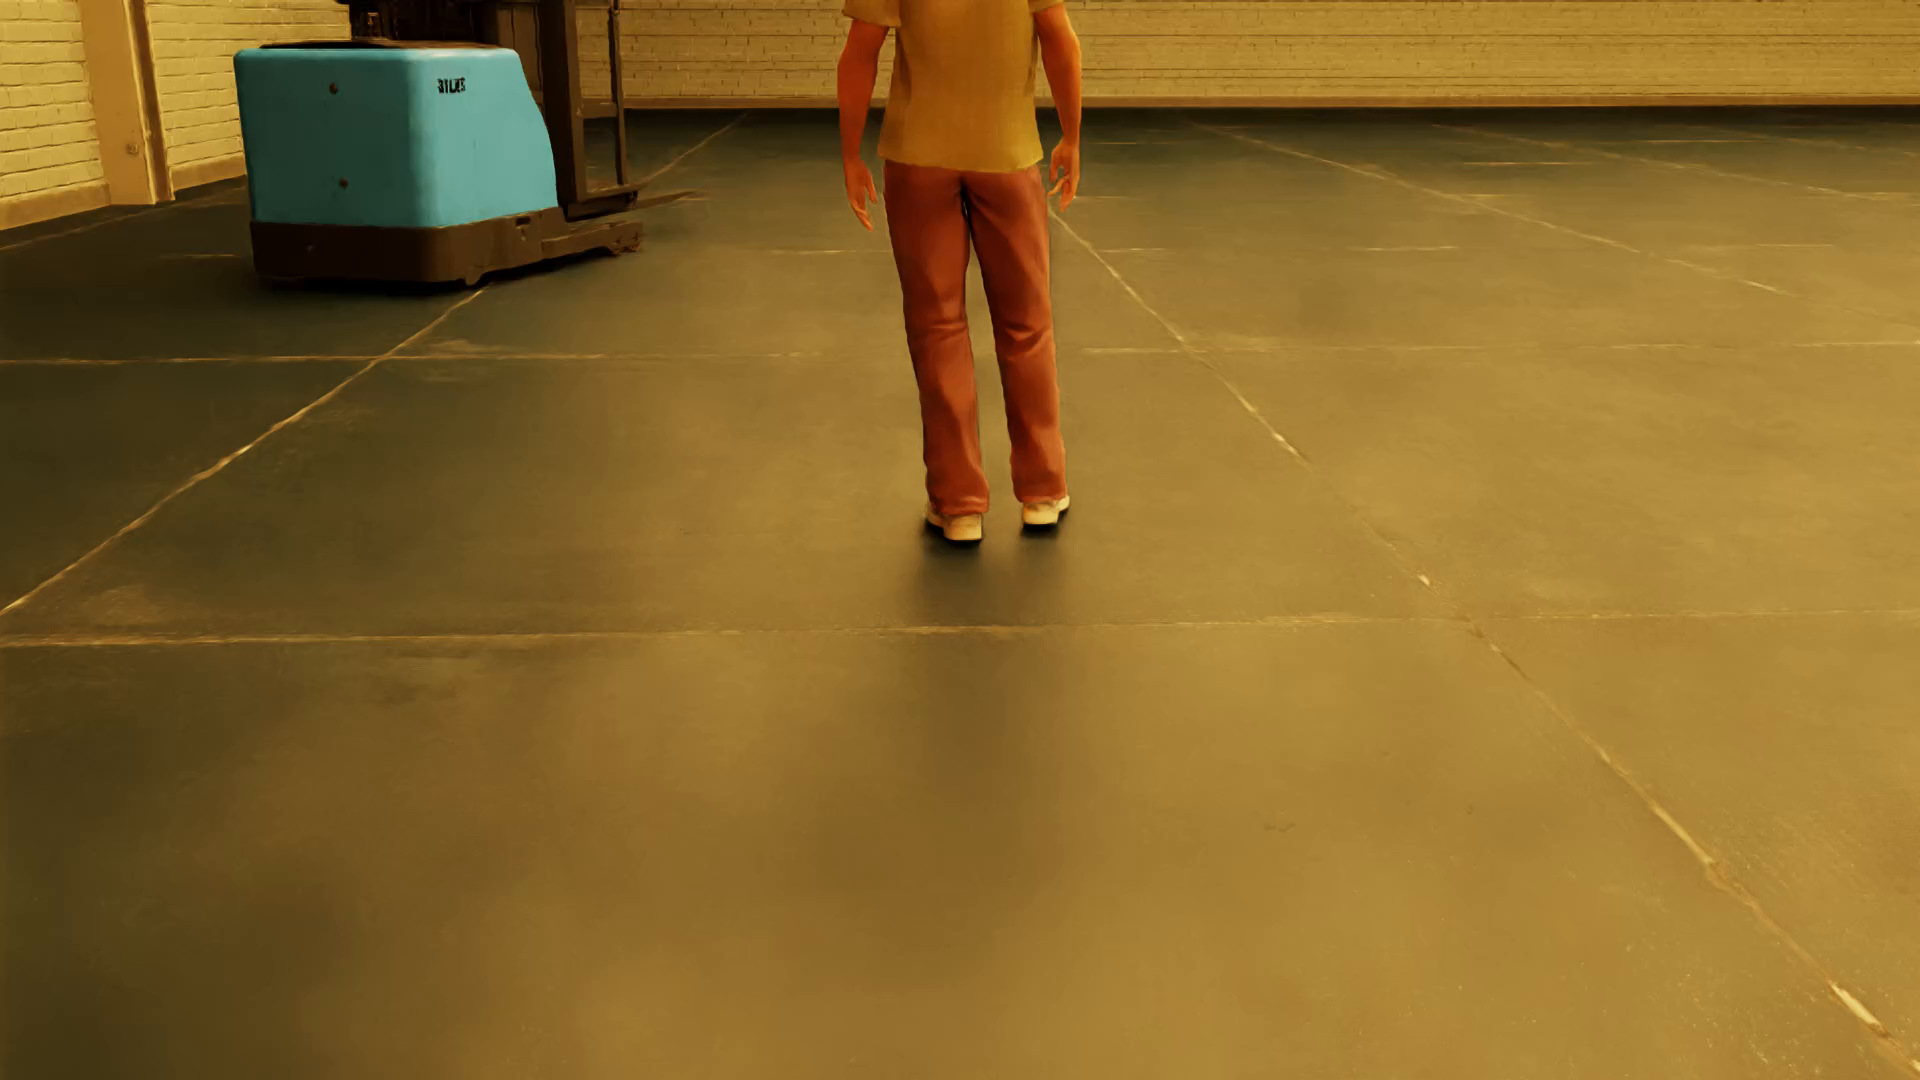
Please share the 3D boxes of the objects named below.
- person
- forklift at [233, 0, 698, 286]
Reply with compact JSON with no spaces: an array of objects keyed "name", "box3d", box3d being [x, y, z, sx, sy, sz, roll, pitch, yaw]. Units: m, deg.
[{"name":"person","box3d":[0.007,-0.830,3.742,0.554,1.674,0.548,-1,17,-3]},{"name":"forklift","box3d":[-2.369,-2.947,8.542,1.130,2.935,3.031,5,18,16]}]
